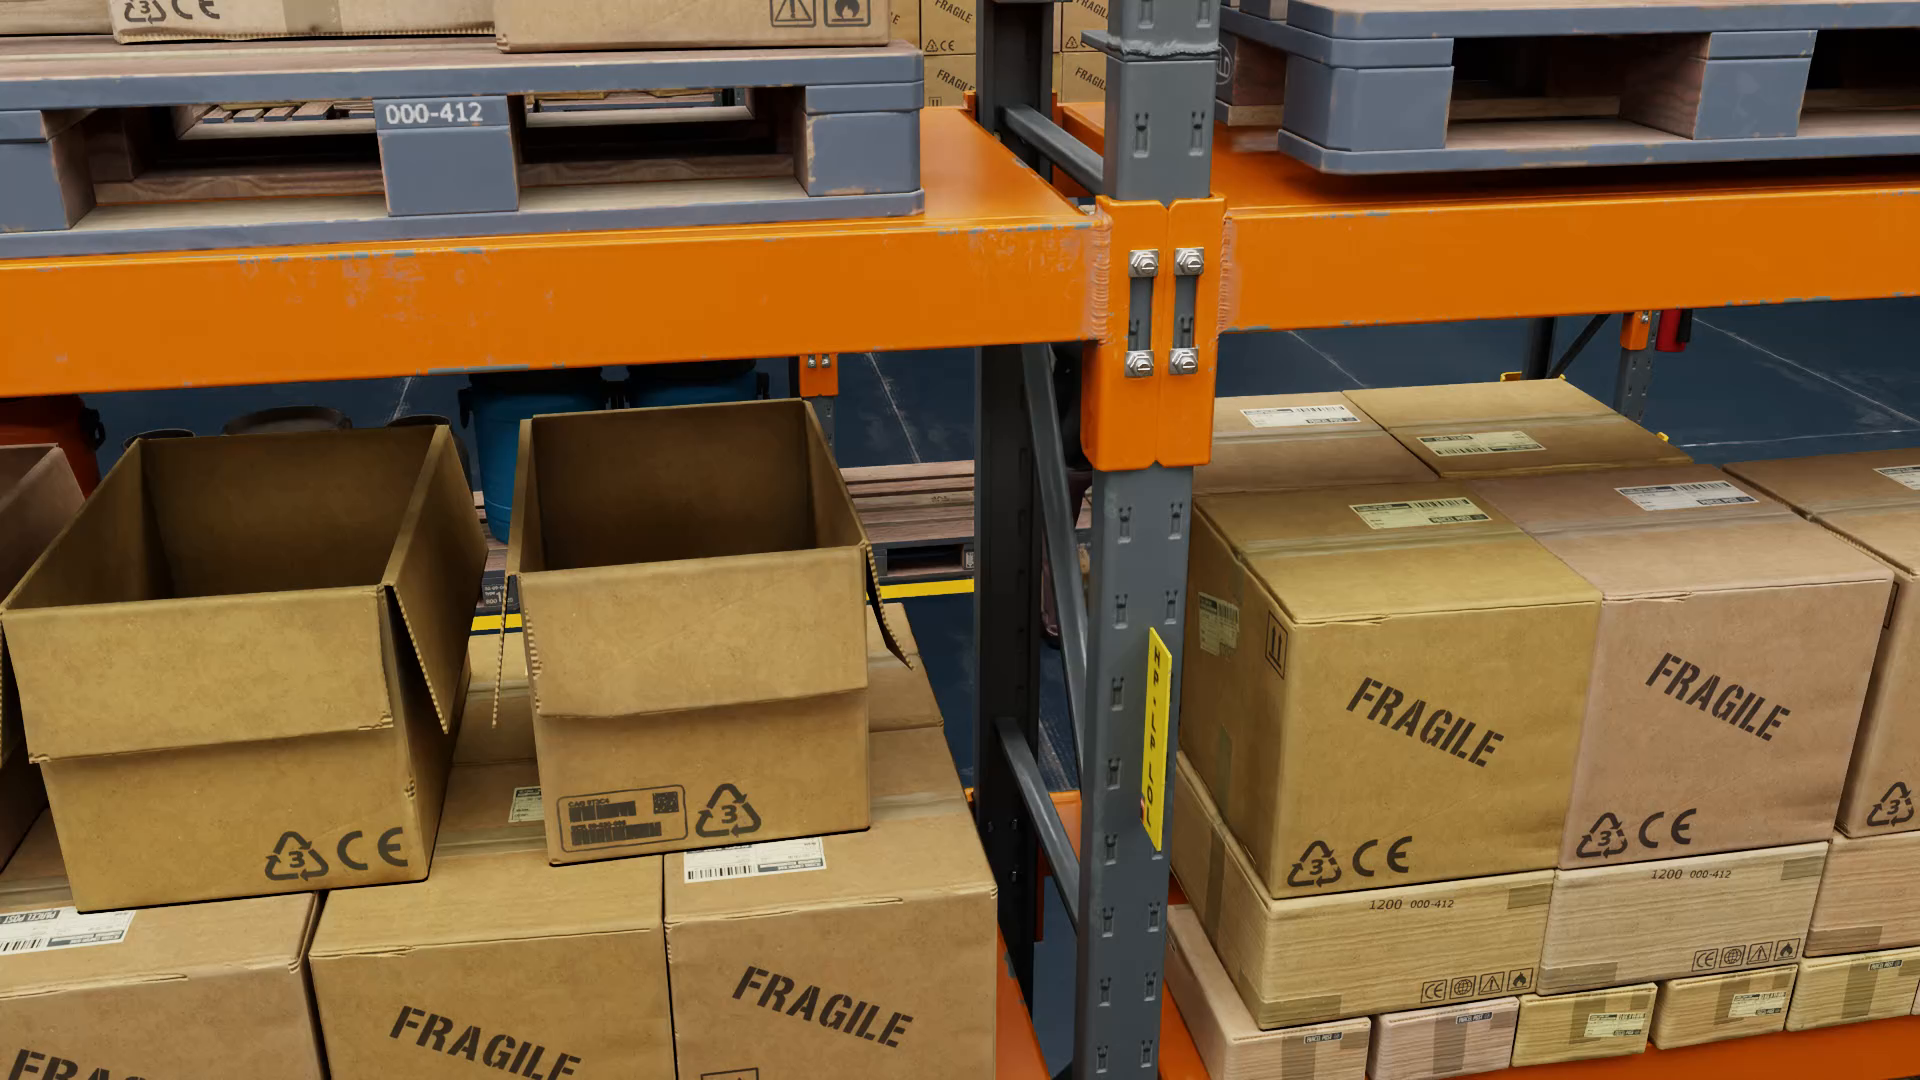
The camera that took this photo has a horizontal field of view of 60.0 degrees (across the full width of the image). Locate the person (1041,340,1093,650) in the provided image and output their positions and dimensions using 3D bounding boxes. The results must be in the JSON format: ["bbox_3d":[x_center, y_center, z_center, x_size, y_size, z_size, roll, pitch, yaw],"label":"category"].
[{"bbox_3d":[0.529,-0.356,6.958,0.589,1.721,0.416,-5,24,-11],"label":"person"}]
